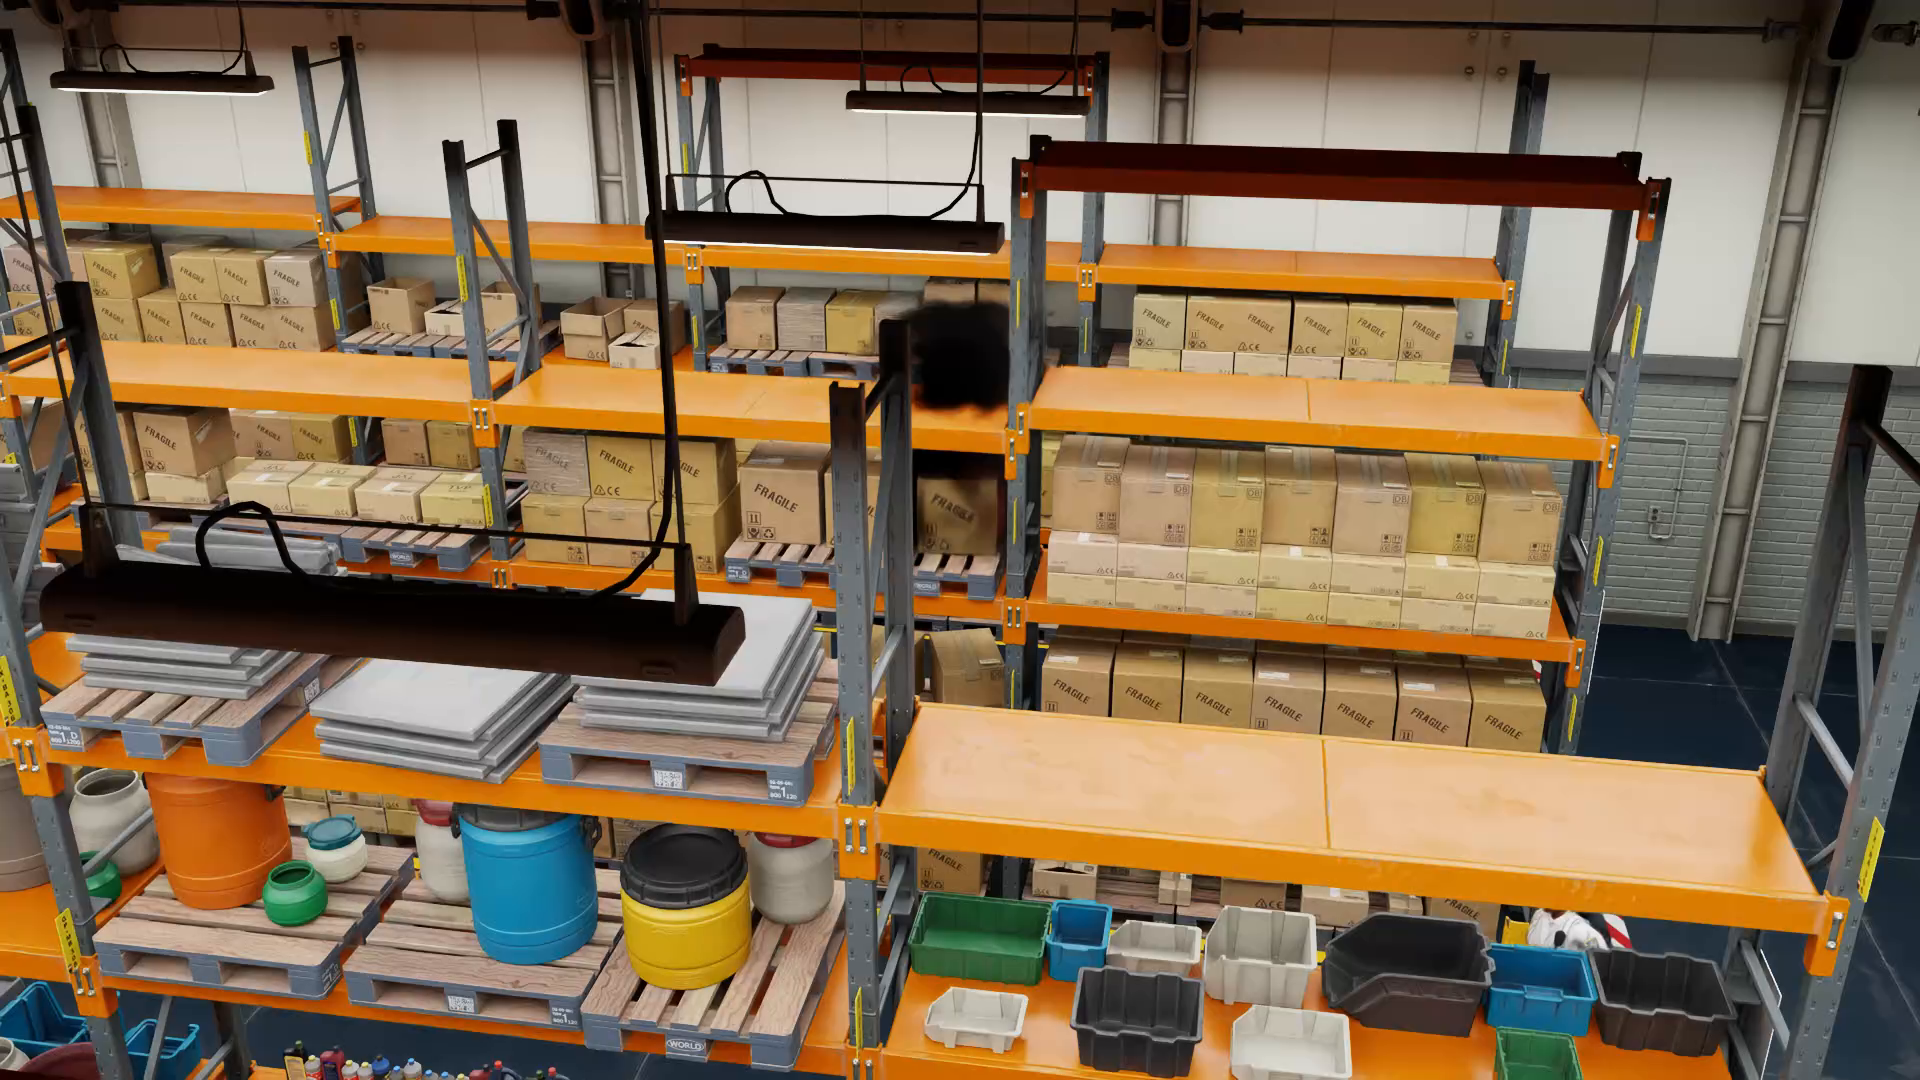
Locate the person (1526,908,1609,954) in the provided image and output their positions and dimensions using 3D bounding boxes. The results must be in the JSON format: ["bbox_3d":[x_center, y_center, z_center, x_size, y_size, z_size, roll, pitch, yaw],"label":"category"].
[{"bbox_3d":[4.039,2.995,11.201,0.873,1.694,0.606,-7,24,-16],"label":"person"}]
